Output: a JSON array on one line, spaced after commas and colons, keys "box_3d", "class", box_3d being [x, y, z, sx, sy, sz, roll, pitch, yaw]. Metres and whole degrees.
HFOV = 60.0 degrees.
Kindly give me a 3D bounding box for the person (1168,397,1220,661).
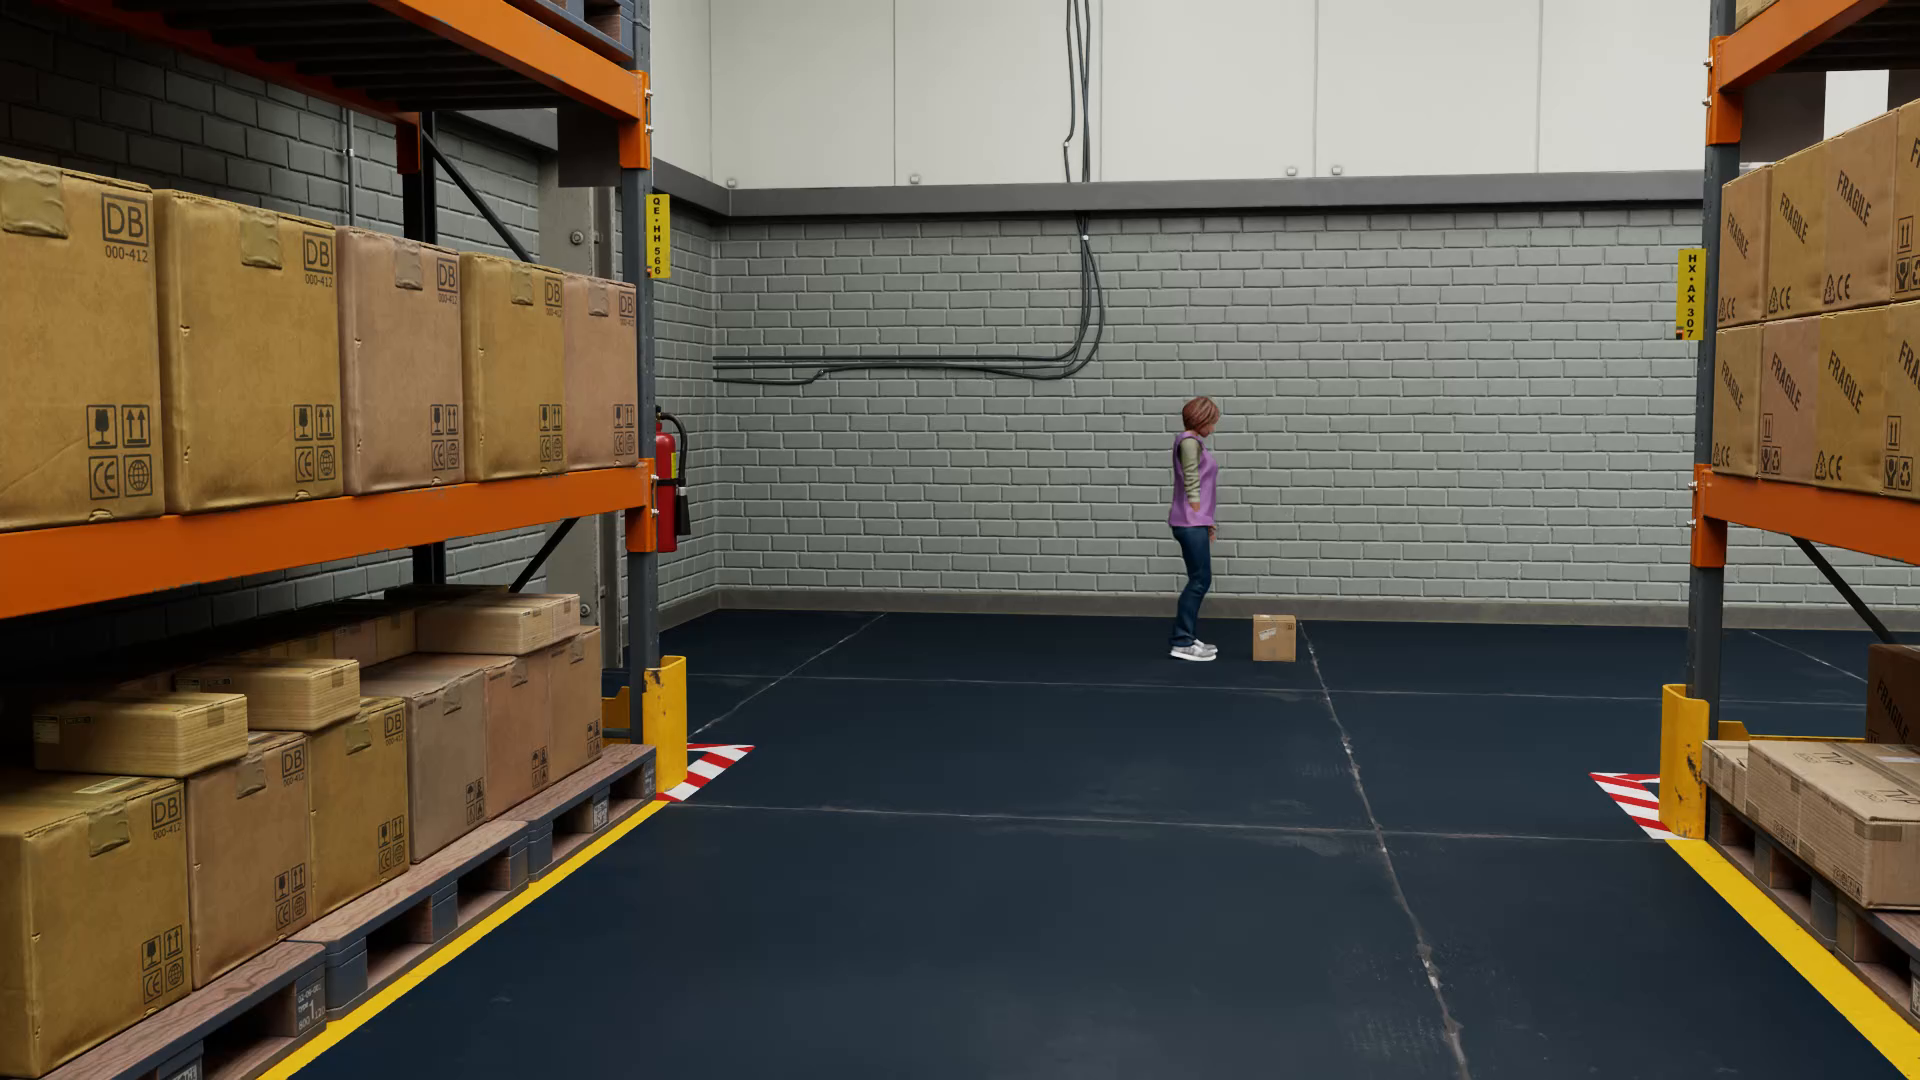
[{"box_3d": [1.422, -0.066, 10.141, 0.310, 1.577, 0.411, 1, 5, 10], "class": "person"}]
